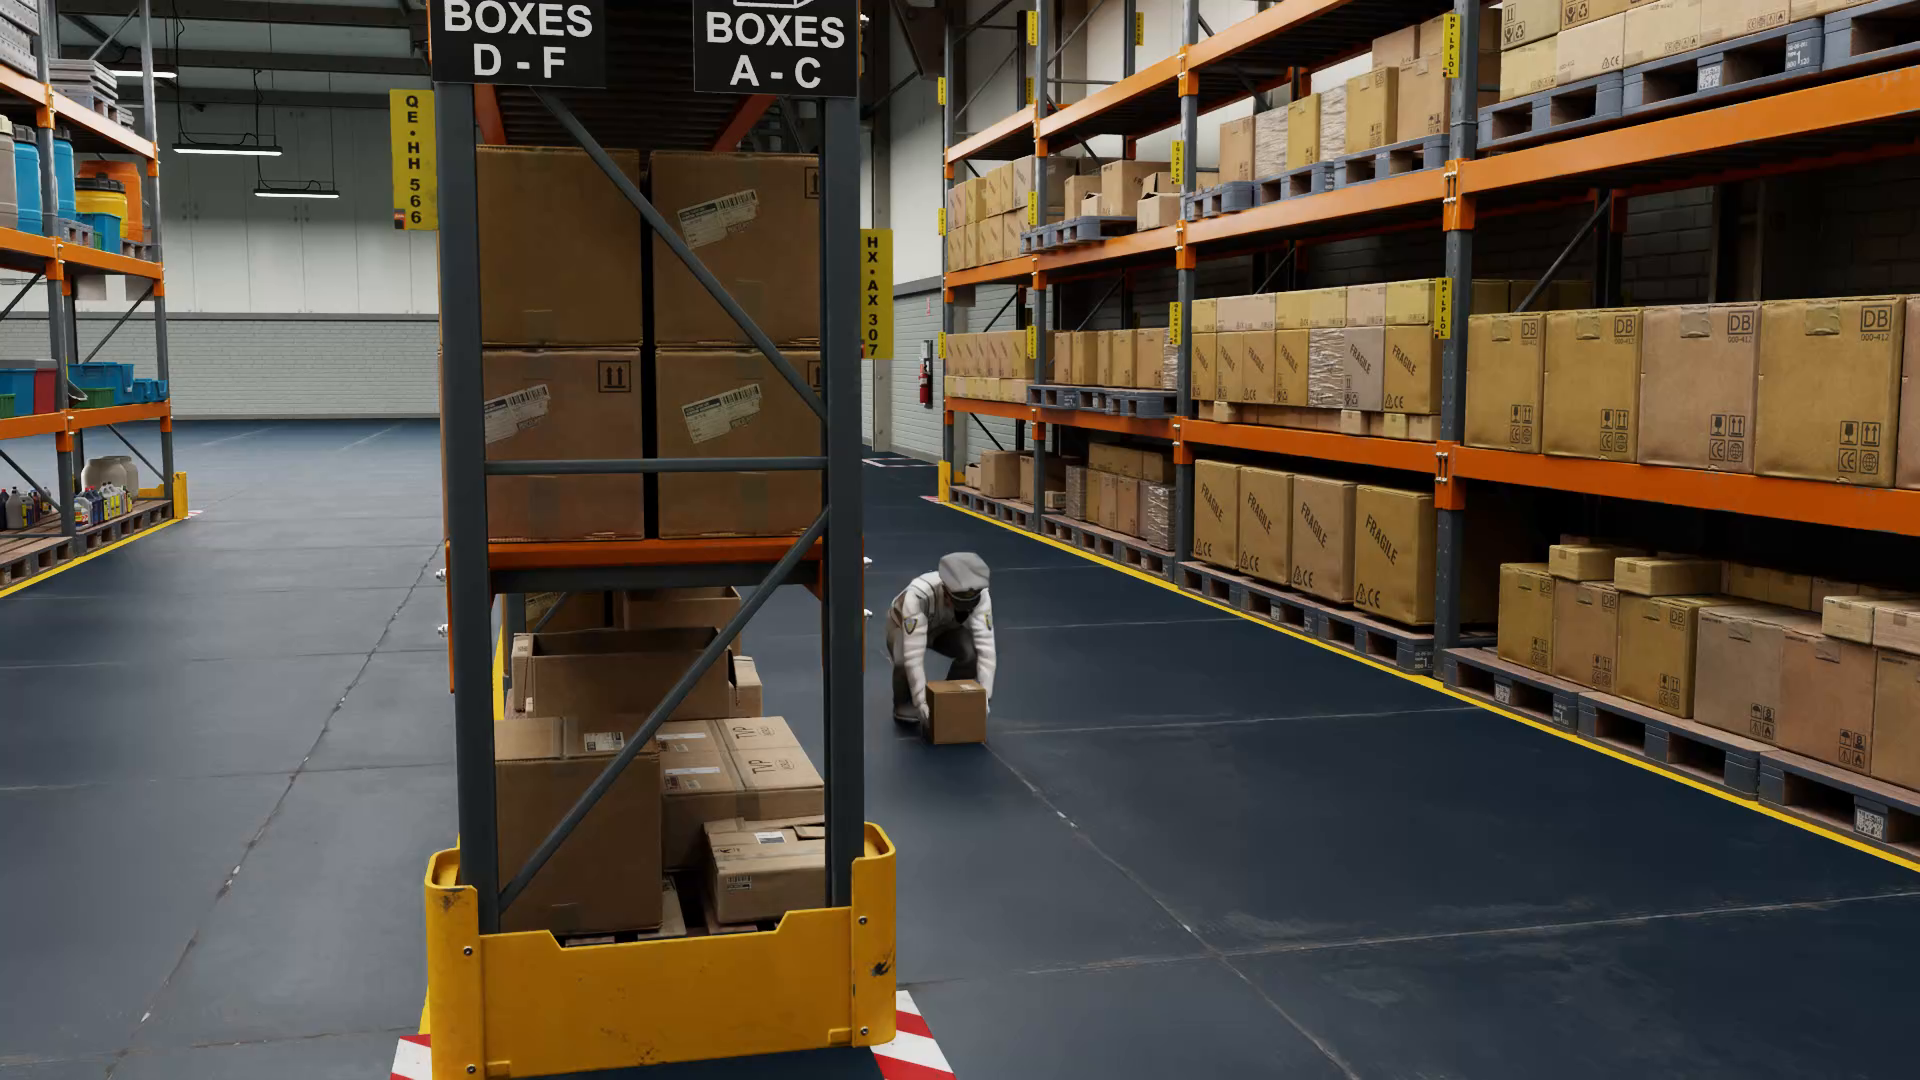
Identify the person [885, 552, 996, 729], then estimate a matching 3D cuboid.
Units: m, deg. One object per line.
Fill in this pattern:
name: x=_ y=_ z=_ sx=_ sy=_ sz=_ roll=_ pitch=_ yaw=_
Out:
person: x=-0.101 y=0.467 z=8.081 sx=0.485 sy=0.875 sz=0.856 roll=-2 pitch=6 yaw=-14
